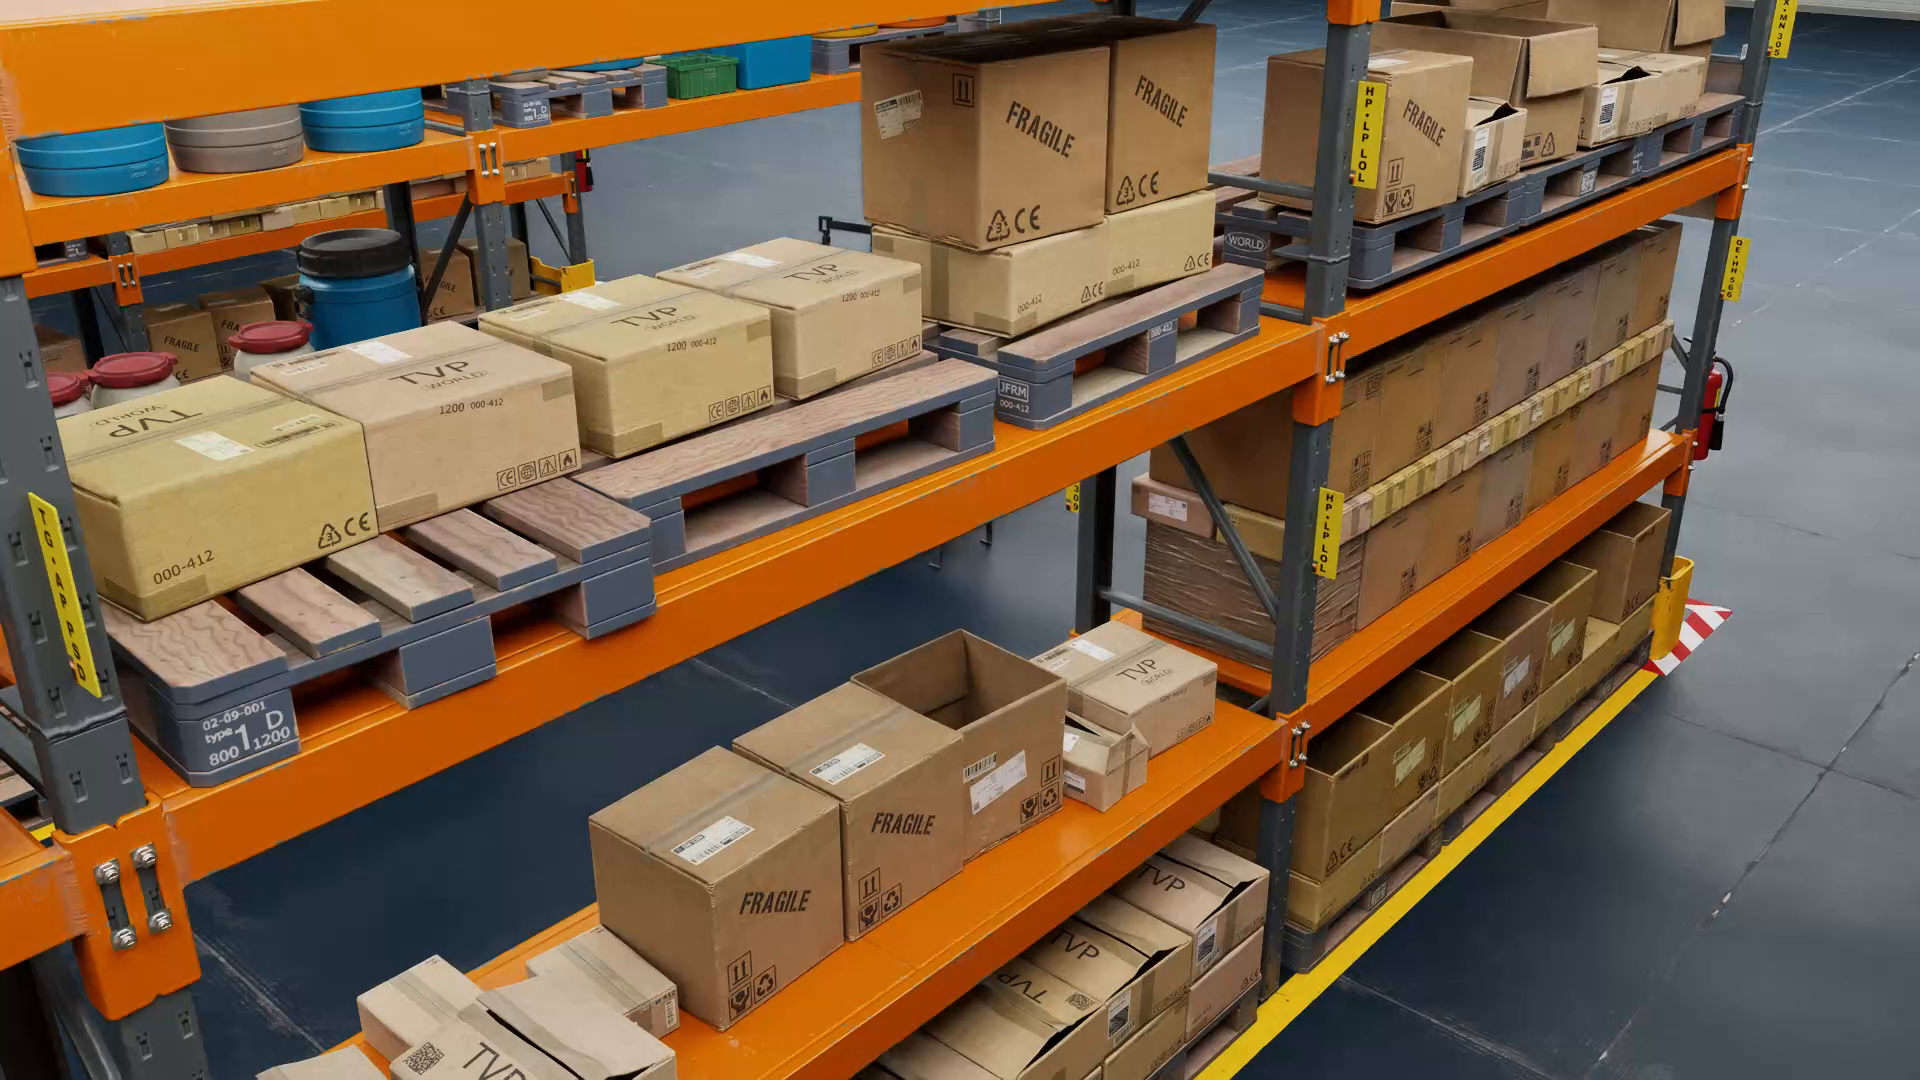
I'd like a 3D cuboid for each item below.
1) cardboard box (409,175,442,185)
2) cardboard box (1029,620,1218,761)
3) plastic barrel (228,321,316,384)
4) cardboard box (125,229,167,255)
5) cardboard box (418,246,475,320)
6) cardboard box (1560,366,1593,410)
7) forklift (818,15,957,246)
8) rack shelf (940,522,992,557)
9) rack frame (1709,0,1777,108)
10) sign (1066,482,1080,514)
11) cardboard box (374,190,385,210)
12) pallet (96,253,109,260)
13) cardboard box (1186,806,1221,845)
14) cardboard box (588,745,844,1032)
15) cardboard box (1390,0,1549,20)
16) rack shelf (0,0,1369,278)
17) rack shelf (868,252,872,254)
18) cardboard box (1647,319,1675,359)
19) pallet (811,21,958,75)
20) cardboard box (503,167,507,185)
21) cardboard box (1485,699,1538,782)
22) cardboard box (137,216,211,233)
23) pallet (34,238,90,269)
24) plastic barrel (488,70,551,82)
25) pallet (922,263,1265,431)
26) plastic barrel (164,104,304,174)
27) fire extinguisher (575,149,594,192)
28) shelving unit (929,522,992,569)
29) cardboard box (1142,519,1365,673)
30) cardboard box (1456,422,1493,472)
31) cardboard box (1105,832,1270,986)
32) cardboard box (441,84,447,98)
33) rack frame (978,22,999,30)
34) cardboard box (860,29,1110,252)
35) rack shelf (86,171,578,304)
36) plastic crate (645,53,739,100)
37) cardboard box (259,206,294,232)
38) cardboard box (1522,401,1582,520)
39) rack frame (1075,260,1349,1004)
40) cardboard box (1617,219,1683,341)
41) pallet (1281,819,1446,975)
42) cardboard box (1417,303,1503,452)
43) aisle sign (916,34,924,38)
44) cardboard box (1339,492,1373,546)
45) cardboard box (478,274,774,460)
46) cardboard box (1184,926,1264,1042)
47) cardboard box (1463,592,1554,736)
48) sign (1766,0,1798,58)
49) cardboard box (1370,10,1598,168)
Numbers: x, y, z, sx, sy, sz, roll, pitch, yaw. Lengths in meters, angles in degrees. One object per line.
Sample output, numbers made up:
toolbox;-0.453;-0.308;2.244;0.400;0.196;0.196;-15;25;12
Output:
cardboard box;-4.830;-3.295;13.947;0.875;0.500;0.500;20;31;38
cardboard box;0.577;0.556;6.028;0.500;0.250;0.500;-22;32;-40
plastic barrel;-3.615;-0.859;8.833;0.433;0.535;0.433;0;24;0
cardboard box;-6.135;-2.250;12.408;0.380;0.149;0.250;20;31;38
cardboard box;-4.635;-2.273;14.696;0.500;0.500;0.500;-15;28;-30
cardboard box;2.740;-0.752;7.847;0.380;0.149;0.250;21;32;39
forklift;-0.587;-2.774;13.353;3.031;2.935;1.130;13;27;27
rack shelf;-0.110;-0.256;10.500;0.431;0.518;0.480;20;31;38
rack frame;3.542;-3.631;7.849;1.000;3.000;0.127;20;31;38
sign;0.458;-0.257;6.502;0.100;0.325;0.005;20;31;38
cardboard box;-4.792;-2.856;13.761;0.380;0.149;0.250;20;31;38
pallet;-8.748;-3.077;17.356;1.003;0.211;1.213;20;31;38
cardboard box;1.019;1.187;7.283;0.500;0.250;0.500;20;31;38
cardboard box;-0.689;0.983;4.770;0.500;0.500;0.500;18;30;35
cardboard box;2.230;-2.132;7.366;0.500;0.500;0.500;20;31;38
rack shelf;-0.462;-1.292;4.001;1.077;0.370;4.000;20;31;38
rack shelf;-1.479;-1.310;10.884;1.077;0.370;4.000;20;31;38
cardboard box;3.429;-1.067;8.548;0.380;0.149;0.250;20;31;37
pallet;-0.769;-3.304;11.018;1.003;0.211;1.213;20;31;38
cardboard box;-4.165;-3.176;14.473;0.380;0.149;0.250;20;31;38
cardboard box;2.412;0.874;7.982;0.500;0.250;0.500;20;31;38
cardboard box;-6.156;-2.682;12.581;0.875;0.500;0.500;20;31;38
pallet;-7.120;-2.100;12.002;1.003;0.211;1.213;20;31;38
plastic barrel;-2.380;-2.717;8.828;0.421;0.512;0.421;0;24;0
pallet;0.294;-0.684;5.177;0.805;0.209;1.217;19;30;36
plastic barrel;-3.428;-2.212;7.739;0.600;0.901;0.600;0;24;0
fire extinguisher;-3.413;-3.473;14.925;0.296;0.674;0.183;20;31;38
shelving unit;-0.110;-0.908;10.208;0.431;2.100;0.503;20;31;38
cardboard box;1.164;0.143;6.643;0.700;0.500;0.500;19;30;36
cardboard box;2.053;-0.439;7.148;0.380;0.149;0.250;19;30;36
cardboard box;0.816;1.334;6.270;0.500;0.311;0.500;20;31;38
cardboard box;-4.345;-3.848;13.959;0.500;0.500;0.500;20;31;38
rack frame;-0.144;-2.247;12.096;1.000;3.000;0.127;20;31;38
cardboard box;0.069;-1.152;4.740;0.500;0.500;0.500;-21;31;-38
rack shelf;-5.167;-2.662;13.900;1.077;0.370;4.000;20;31;38
plastic crate;-1.558;-2.707;9.714;0.336;0.188;0.450;20;31;38
cardboard box;-5.455;-2.550;13.077;0.380;0.149;0.250;20;31;38
cardboard box;2.539;-0.489;8.053;0.700;0.500;0.500;20;31;38
rack frame;0.873;0.325;6.358;1.000;3.000;0.127;20;31;38
cardboard box;3.186;-1.376;8.445;0.700;0.500;0.500;20;31;38
pallet;1.435;1.367;7.444;1.003;0.211;1.213;20;31;38
cardboard box;1.835;-0.756;7.062;0.700;0.500;0.500;20;31;37
aisle sign;-0.314;-3.535;11.791;0.394;0.787;0.004;20;31;38
cardboard box;1.364;-0.122;6.441;0.380;0.149;0.250;21;31;38
cardboard box;-0.809;-0.437;4.063;0.500;0.250;0.500;19;31;37
cardboard box;0.812;1.594;6.377;0.500;0.250;0.500;20;31;37
cardboard box;2.415;0.533;7.827;0.500;0.500;0.500;20;31;38
sign;3.937;-2.478;7.958;0.100;0.325;0.005;20;31;38
cardboard box;2.066;-1.813;6.651;0.637;0.503;0.797;-20;31;-37
